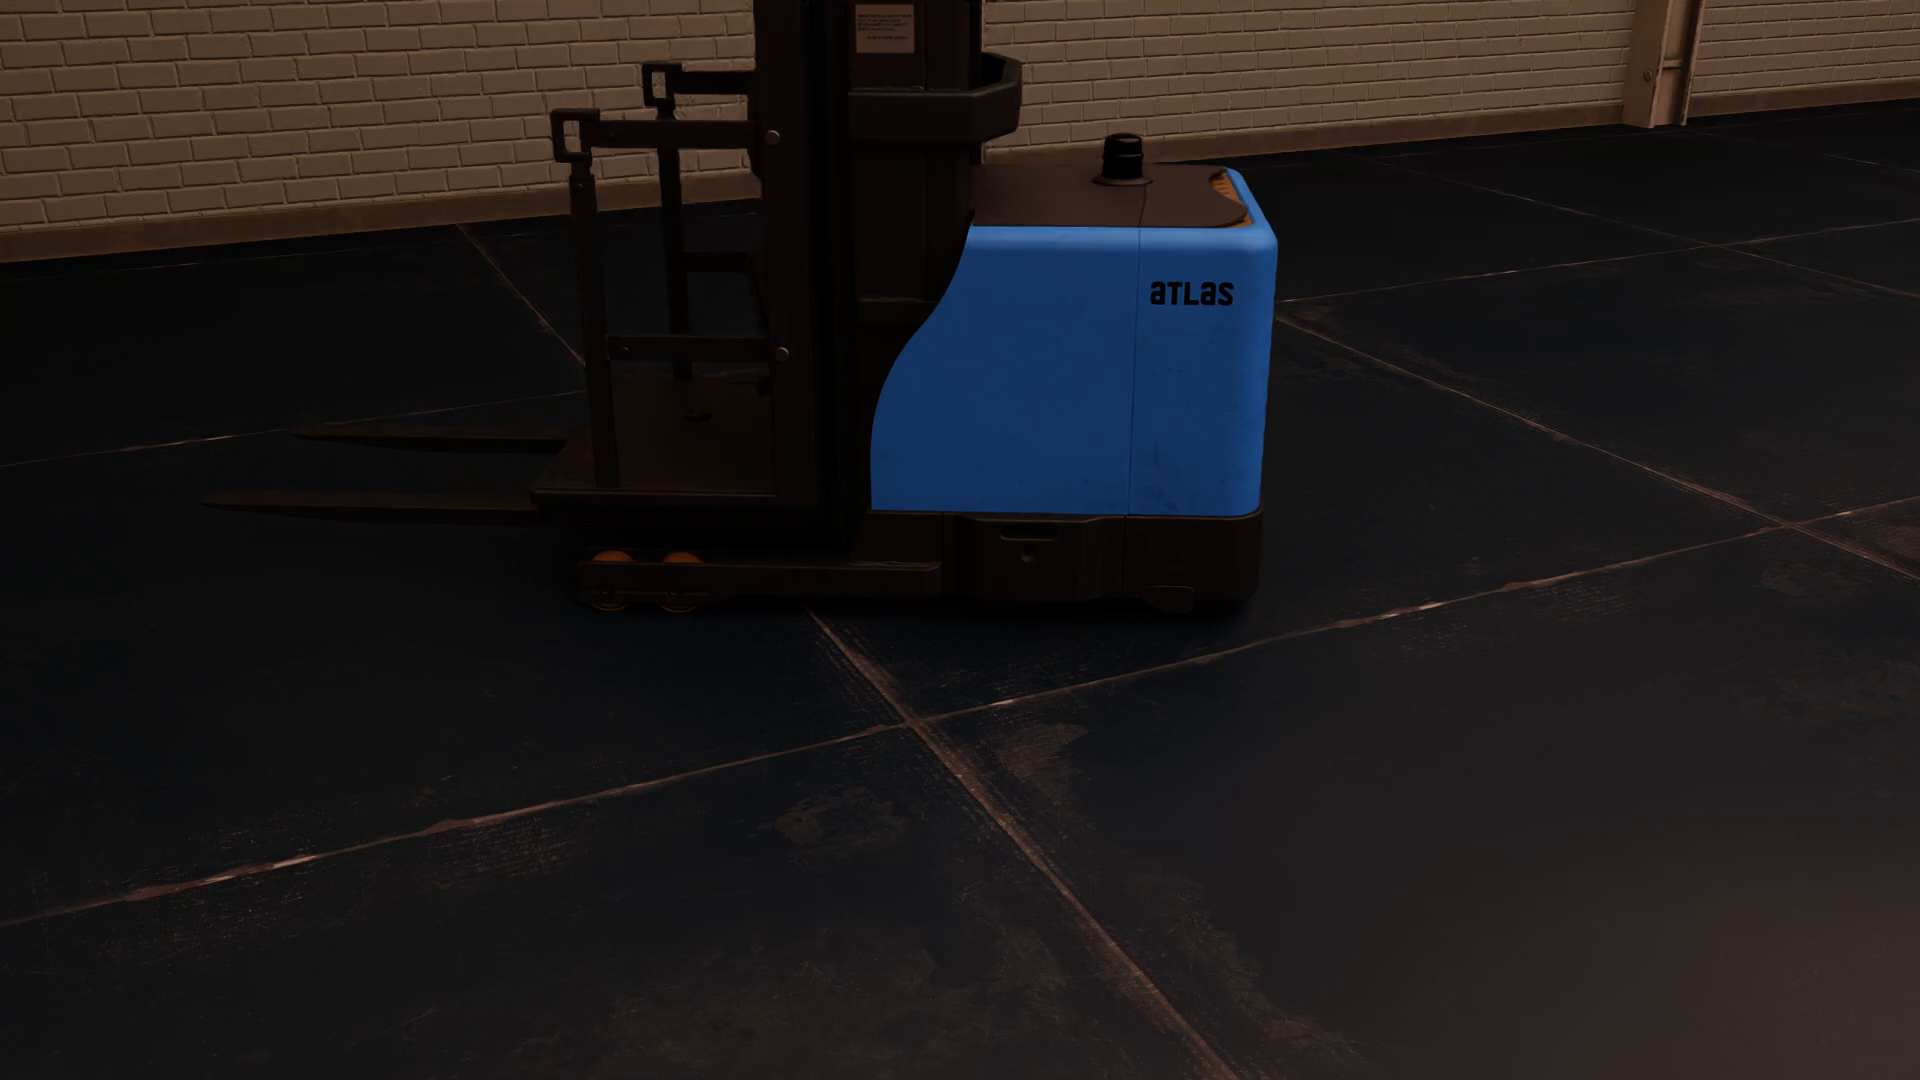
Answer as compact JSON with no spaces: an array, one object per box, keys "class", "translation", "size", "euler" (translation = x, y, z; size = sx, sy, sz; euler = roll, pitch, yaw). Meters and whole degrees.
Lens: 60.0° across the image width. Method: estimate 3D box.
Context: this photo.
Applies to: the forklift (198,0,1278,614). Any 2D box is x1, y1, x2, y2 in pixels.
[{"class":"forklift","translation":[-0.666,-1.351,4.539],"size":[3.031,2.935,1.130],"euler":[1,23,3]}]
